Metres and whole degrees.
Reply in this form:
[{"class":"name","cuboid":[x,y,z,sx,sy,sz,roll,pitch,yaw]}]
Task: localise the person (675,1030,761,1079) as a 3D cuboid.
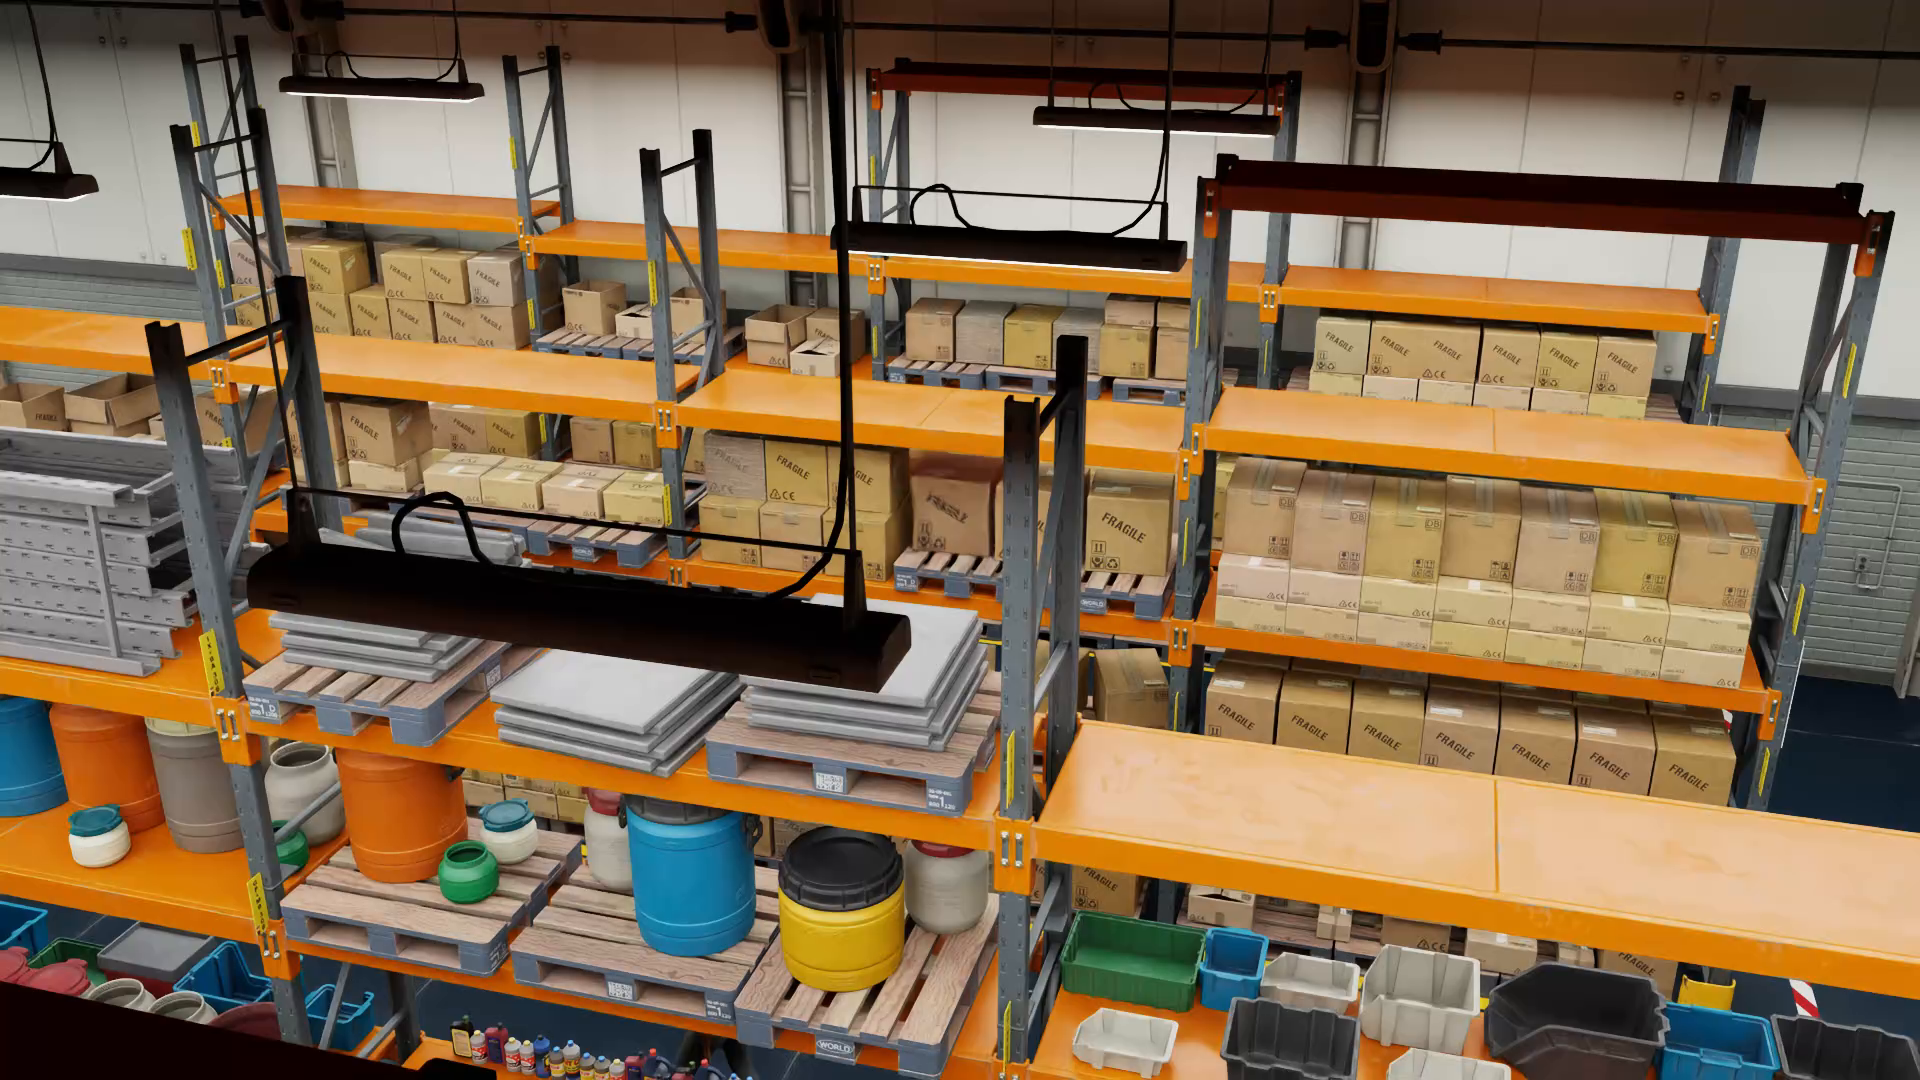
[{"class":"person","cuboid":[-1.627,3.140,10.972,0.795,1.532,0.478,17,28,34]}]
